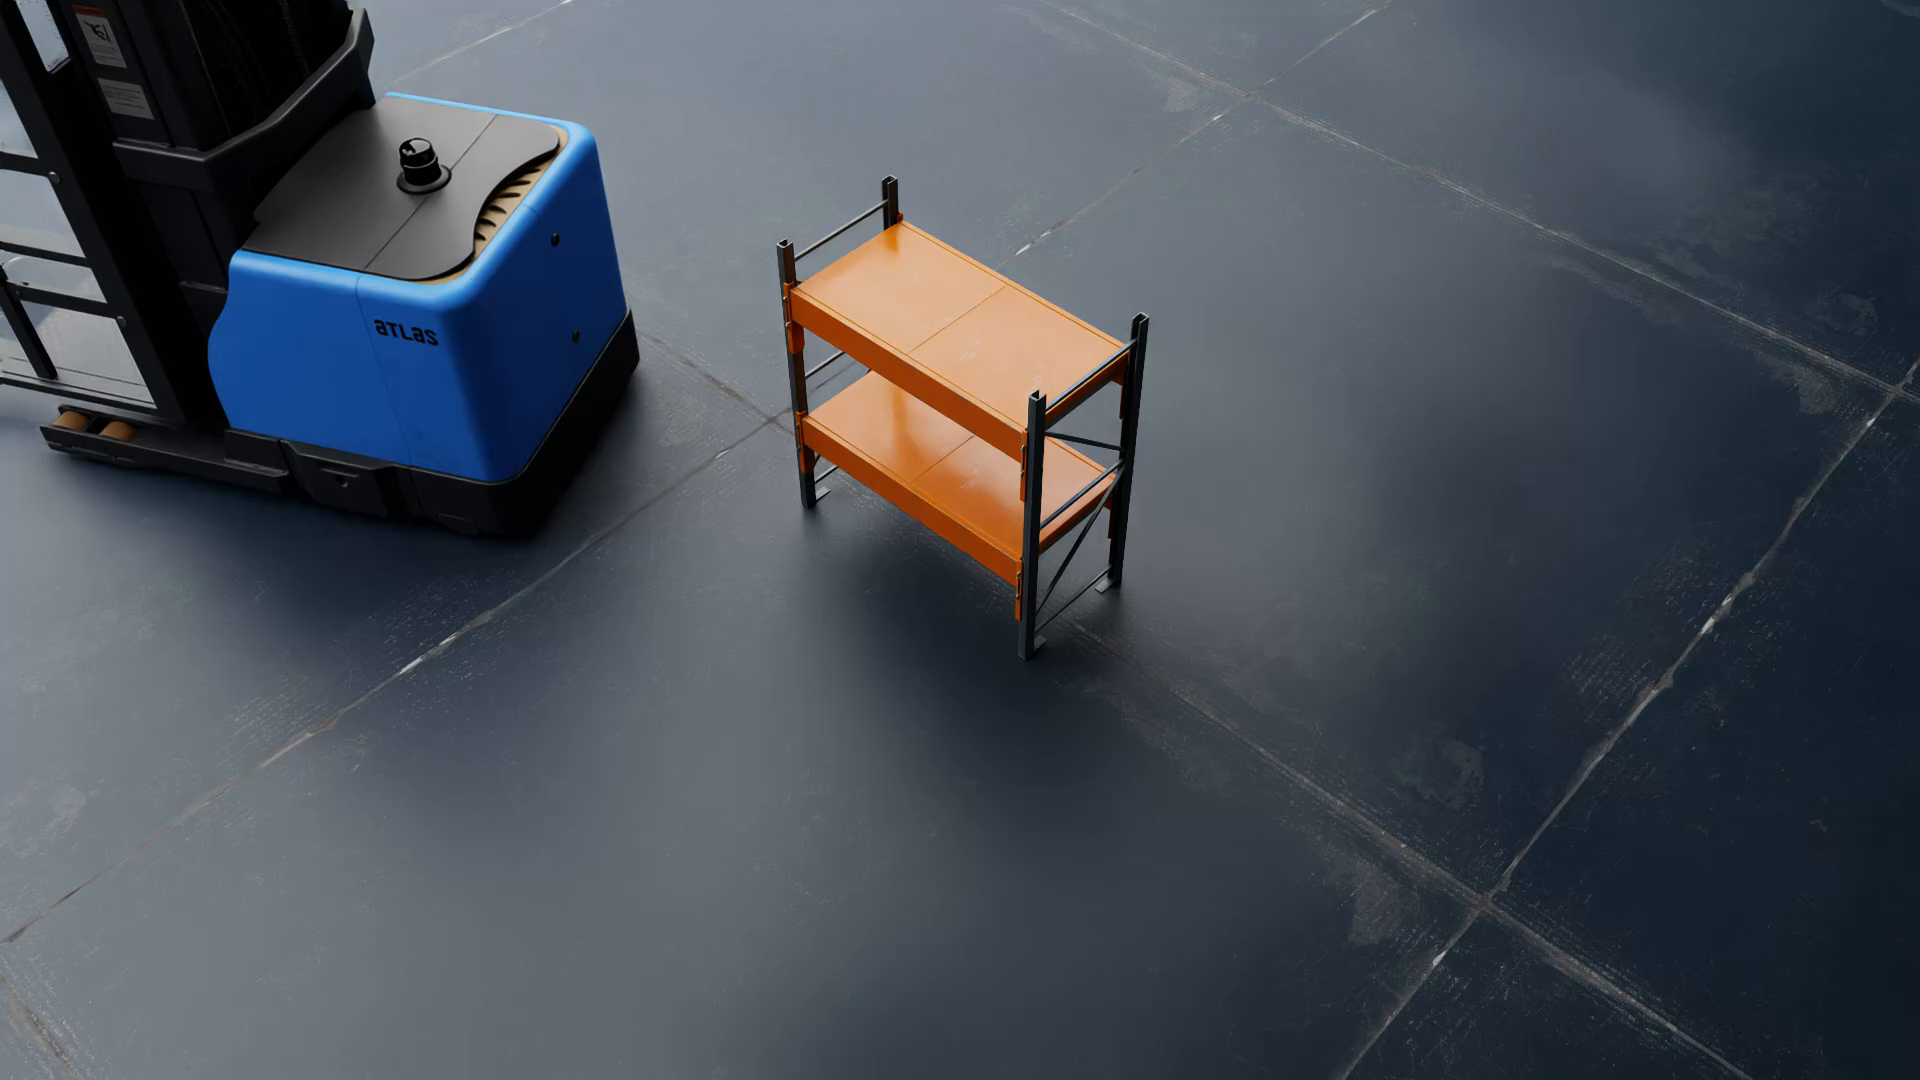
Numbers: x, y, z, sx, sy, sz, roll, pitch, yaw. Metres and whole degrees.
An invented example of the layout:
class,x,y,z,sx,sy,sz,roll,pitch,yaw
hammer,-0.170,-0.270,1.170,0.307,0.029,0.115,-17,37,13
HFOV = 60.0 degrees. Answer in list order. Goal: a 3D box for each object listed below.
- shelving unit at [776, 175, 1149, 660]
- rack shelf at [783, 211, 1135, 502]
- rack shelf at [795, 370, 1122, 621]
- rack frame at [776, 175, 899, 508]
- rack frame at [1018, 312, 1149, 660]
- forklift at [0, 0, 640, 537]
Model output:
class,x,y,z,sx,sy,sz,roll,pitch,yaw
shelving unit,-0.005,-0.388,5.343,1.048,1.125,0.538,34,55,28
rack shelf,-0.005,-0.589,5.130,1.000,0.278,0.538,34,55,28
rack shelf,-0.005,-0.221,5.521,1.000,0.278,0.538,34,55,28
rack frame,-0.379,-0.640,5.579,0.032,1.125,0.500,34,55,28
rack frame,0.369,-0.137,5.107,0.032,1.125,0.500,34,55,28
forklift,-2.787,-1.624,5.264,3.031,2.935,1.130,12,48,11
